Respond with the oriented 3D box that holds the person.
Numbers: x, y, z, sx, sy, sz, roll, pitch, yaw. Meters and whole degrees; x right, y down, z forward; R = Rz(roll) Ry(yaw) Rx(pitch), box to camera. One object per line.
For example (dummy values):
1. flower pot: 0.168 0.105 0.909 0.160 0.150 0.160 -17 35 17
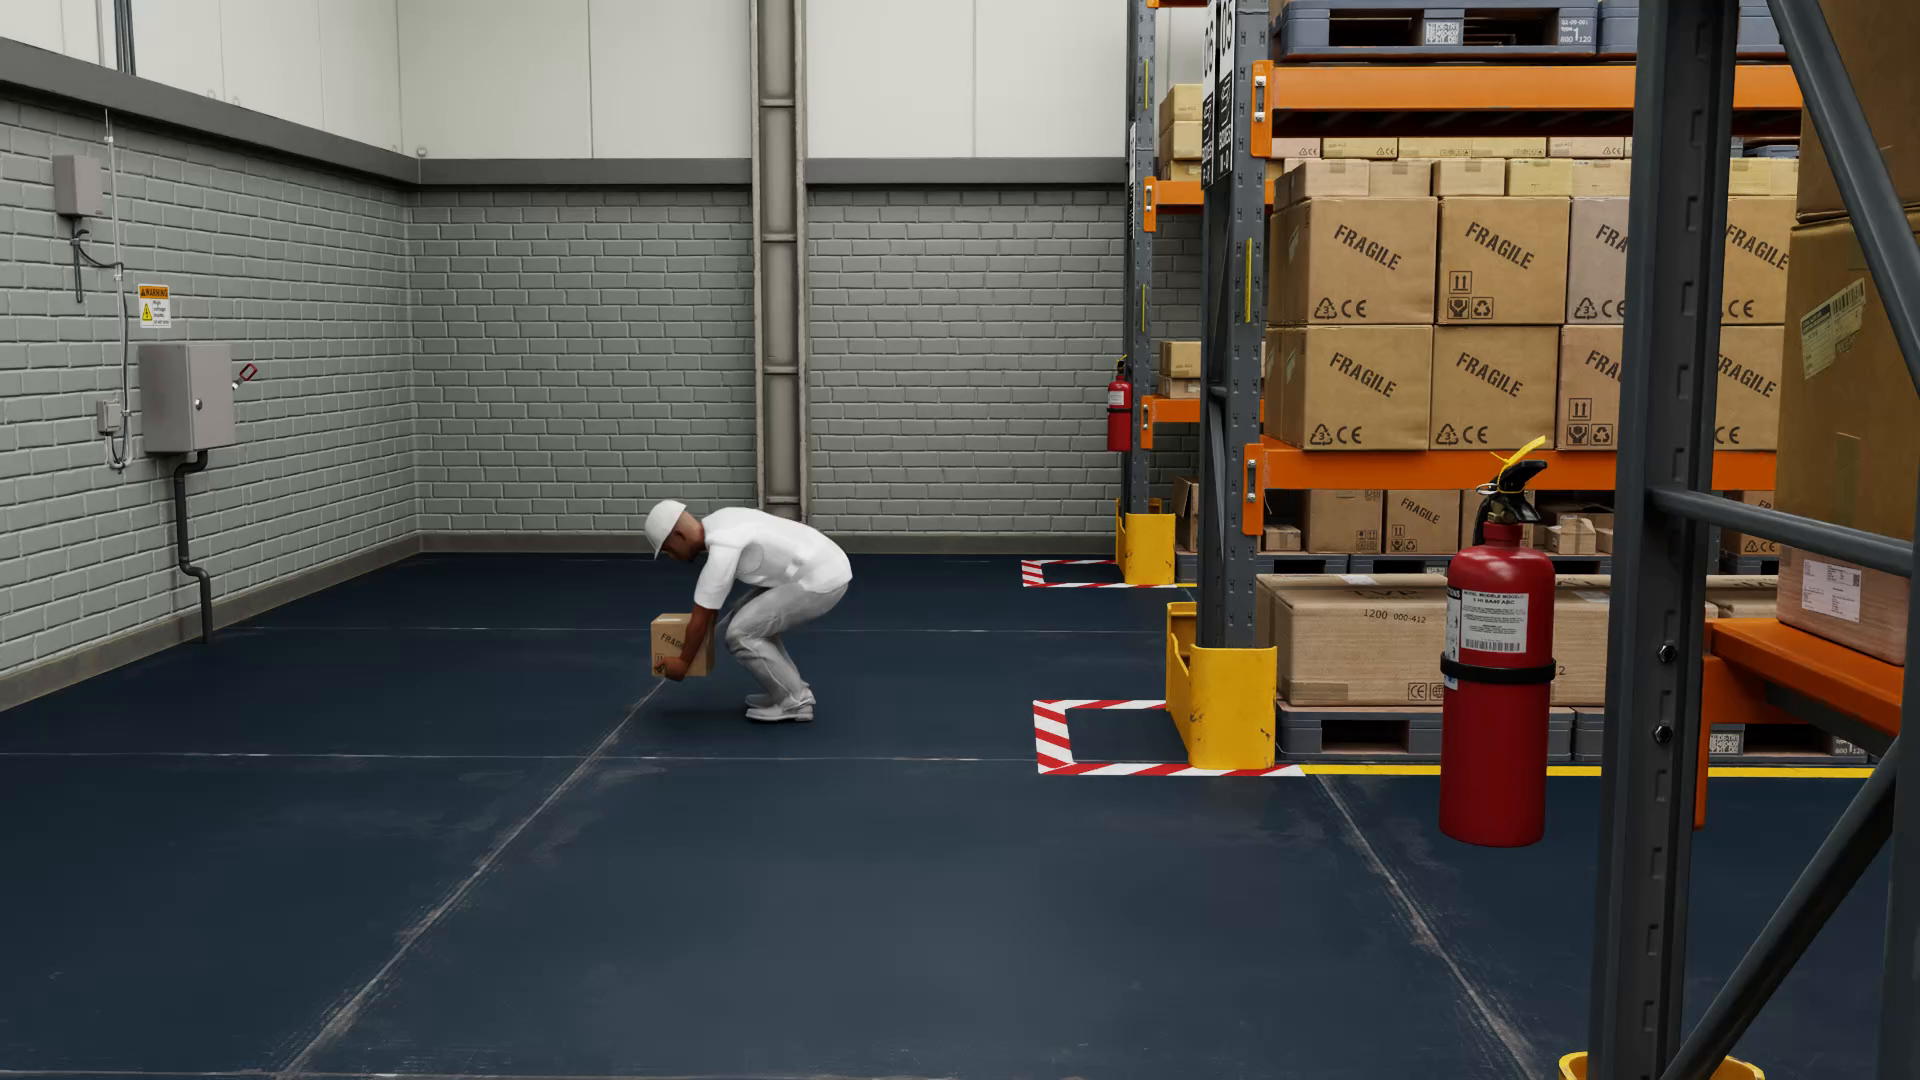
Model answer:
1. person: -0.971 0.318 7.692 0.946 1.009 0.525 0 7 -1
